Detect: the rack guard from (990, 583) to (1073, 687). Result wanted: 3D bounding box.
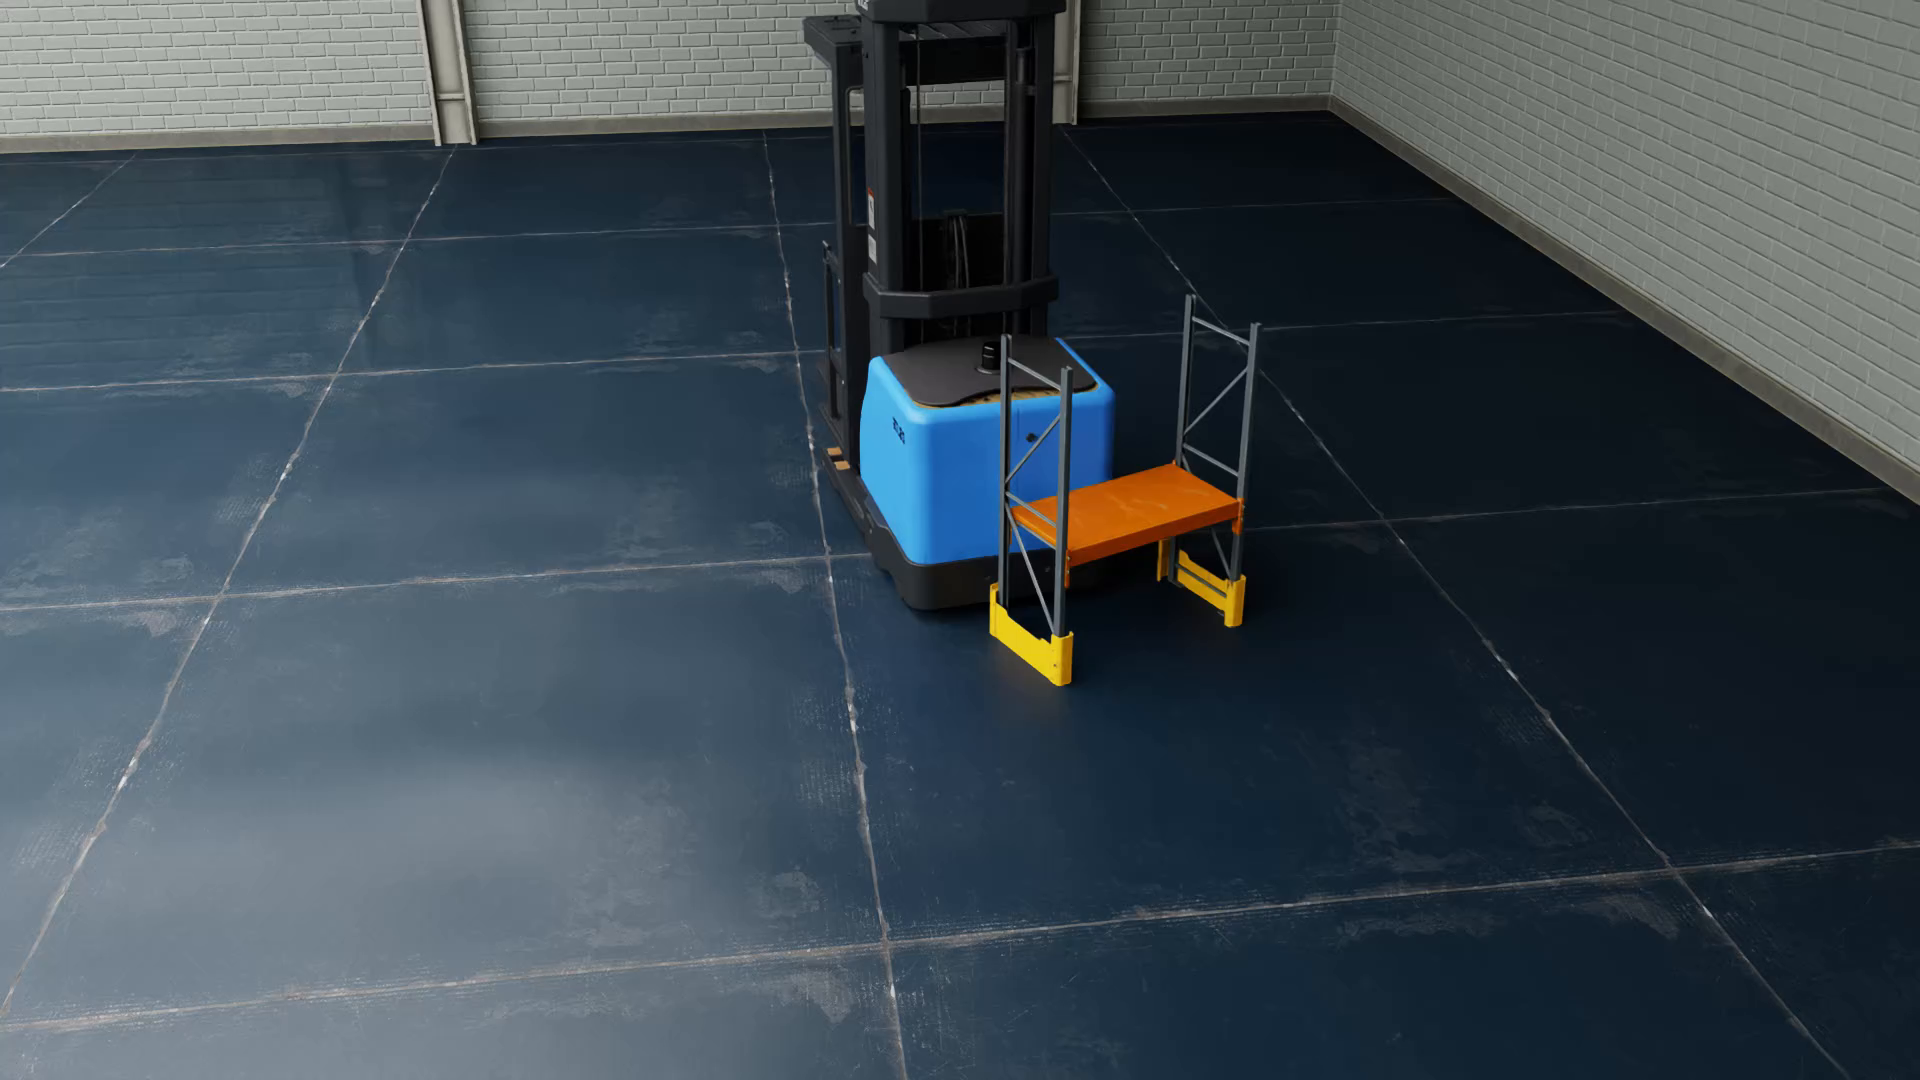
[{"bbox_3d":[0.323,0.427,7.643,0.087,0.250,0.587,-16,31,-28],"label":"rack guard"}]

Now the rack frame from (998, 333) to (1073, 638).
[{"bbox_3d":[0.322,-0.128,7.357,0.032,1.500,0.500,-16,31,-28],"label":"rack frame"}]

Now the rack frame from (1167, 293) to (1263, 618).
[{"bbox_3d":[1.187,-0.372,7.833,0.032,1.500,0.500,-16,31,-28],"label":"rack frame"}]

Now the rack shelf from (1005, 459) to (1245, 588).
[{"bbox_3d":[0.754,-0.090,7.677,1.000,0.185,0.538,-16,31,-28],"label":"rack shelf"}]

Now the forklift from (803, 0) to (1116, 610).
[{"bbox_3d":[-0.158,-1.624,8.704,1.130,2.935,3.031,-8,28,-15],"label":"forklift"}]

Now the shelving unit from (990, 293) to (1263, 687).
[{"bbox_3d":[0.747,-0.248,7.591,1.083,1.500,0.587,-16,31,-28],"label":"shelving unit"}]

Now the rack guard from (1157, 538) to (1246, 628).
[{"bbox_3d":[1.170,0.188,8.109,0.087,0.250,0.587,-16,31,-28],"label":"rack guard"}]

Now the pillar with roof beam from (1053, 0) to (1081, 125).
[{"bbox_3d":[1.587,-6.375,11.317,0.400,9.000,9.100,-4,27,-7],"label":"pillar with roof beam"}]

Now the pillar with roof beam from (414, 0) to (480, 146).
[{"bbox_3d":[-4.354,-5.993,10.573,0.400,9.000,9.100,-4,27,-7],"label":"pillar with roof beam"}]
